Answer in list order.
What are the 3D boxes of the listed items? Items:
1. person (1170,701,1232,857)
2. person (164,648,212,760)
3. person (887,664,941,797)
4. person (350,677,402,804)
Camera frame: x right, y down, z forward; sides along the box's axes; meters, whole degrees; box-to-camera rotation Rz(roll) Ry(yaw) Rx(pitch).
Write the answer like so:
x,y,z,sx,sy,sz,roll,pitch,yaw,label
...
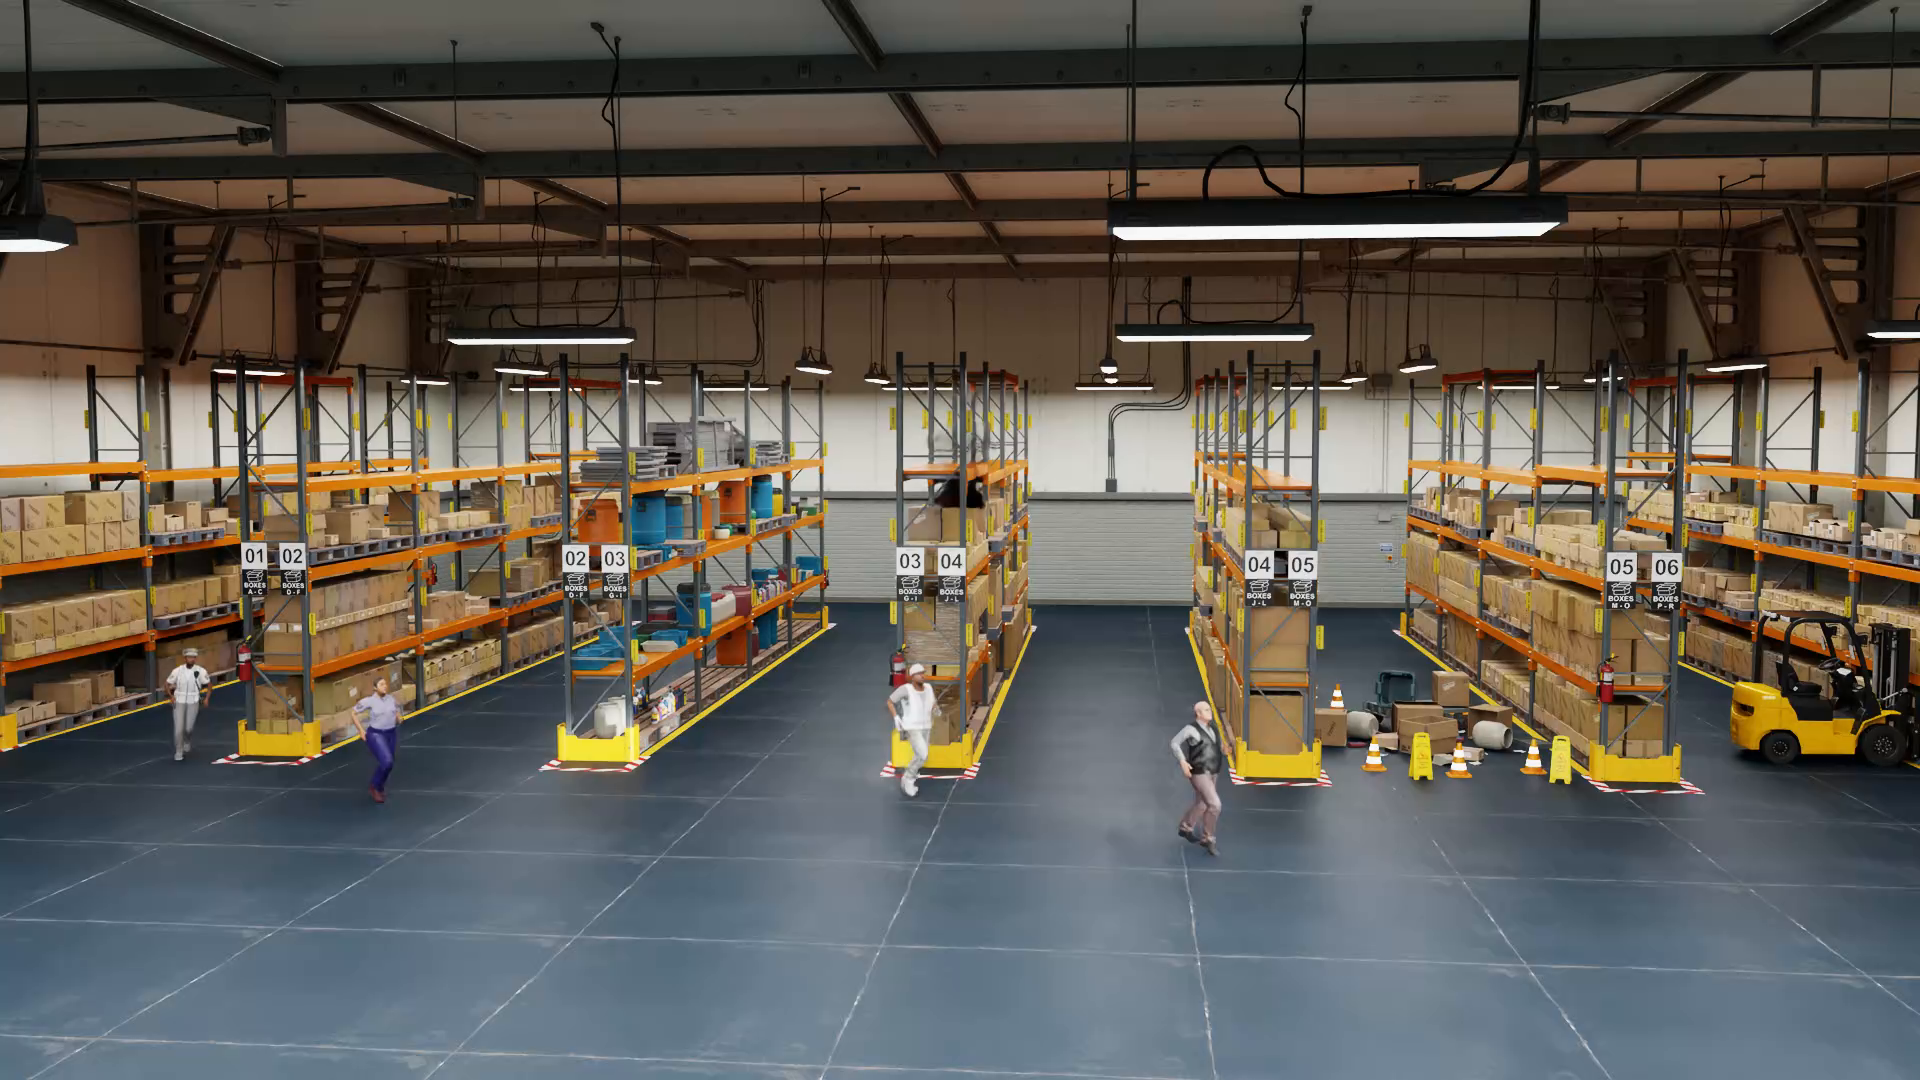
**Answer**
x,y,z,sx,sy,sz,roll,pitch,yaw,label
2.832,2.770,19.381,0.764,1.784,0.630,4,5,41,person
-11.483,2.431,24.748,0.646,1.653,0.501,-2,4,-22,person
-0.554,2.535,22.237,0.663,1.763,0.692,-4,5,-41,person
-7.617,2.630,21.918,0.680,1.655,0.581,2,5,30,person
